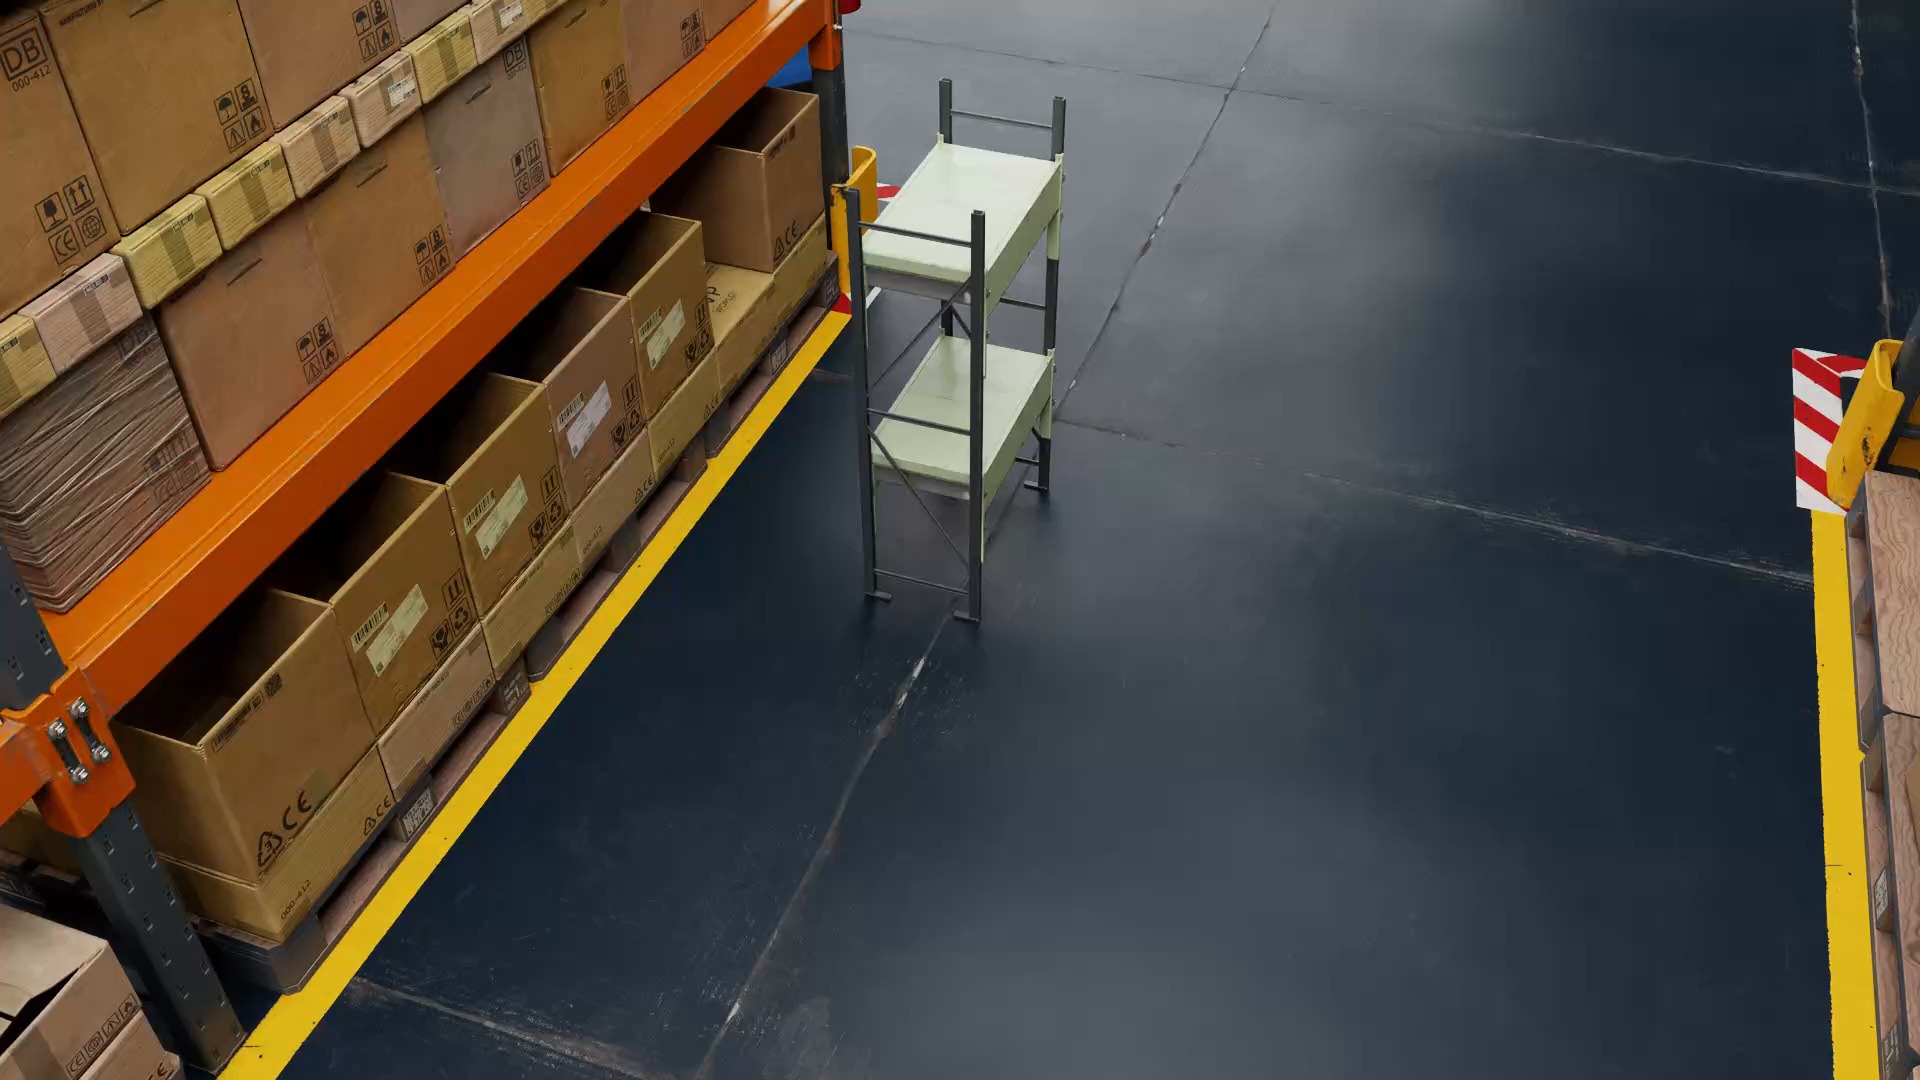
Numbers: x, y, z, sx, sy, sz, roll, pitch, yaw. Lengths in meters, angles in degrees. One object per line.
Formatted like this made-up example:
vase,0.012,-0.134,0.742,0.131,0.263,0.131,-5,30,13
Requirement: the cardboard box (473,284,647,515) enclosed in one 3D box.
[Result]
cardboard box,-1.348,-0.470,5.206,0.500,0.500,0.500,13,42,15

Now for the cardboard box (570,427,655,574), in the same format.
cardboard box,-1.351,-0.185,5.451,0.500,0.250,0.500,13,42,15

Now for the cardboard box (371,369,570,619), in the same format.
cardboard box,-1.517,-0.164,4.849,0.500,0.500,0.500,13,42,15

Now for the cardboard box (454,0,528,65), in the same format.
cardboard box,-1.424,-1.444,4.555,0.380,0.149,0.250,13,42,14

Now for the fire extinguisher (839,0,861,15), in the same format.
fire extinguisher,-0.467,-2.321,6.219,0.296,0.674,0.183,13,42,15

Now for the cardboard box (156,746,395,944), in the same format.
cardboard box,-1.868,0.729,4.380,0.500,0.250,0.500,13,42,15

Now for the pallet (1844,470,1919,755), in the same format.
pallet,3.376,0.310,5.223,1.003,0.211,1.213,13,42,15

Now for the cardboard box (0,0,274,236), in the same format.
cardboard box,-1.994,-1.054,3.598,0.700,0.500,0.500,13,42,15

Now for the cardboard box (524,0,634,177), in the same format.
cardboard box,-1.466,-1.515,5.137,0.700,0.500,0.500,14,42,15

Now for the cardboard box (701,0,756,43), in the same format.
cardboard box,-1.115,-2.138,5.867,0.700,0.500,0.500,13,42,15

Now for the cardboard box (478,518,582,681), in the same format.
cardboard box,-1.517,0.121,5.092,0.500,0.250,0.500,13,42,15

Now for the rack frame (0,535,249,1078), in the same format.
rack frame,-2.312,0.058,3.371,1.000,3.000,0.127,13,42,15

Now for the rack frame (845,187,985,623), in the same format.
rack frame,-0.123,-0.351,5.006,0.400,1.500,0.023,13,42,15

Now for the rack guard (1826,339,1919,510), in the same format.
rack guard,3.687,-0.287,5.701,1.175,0.500,0.348,13,42,15

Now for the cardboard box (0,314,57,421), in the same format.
cardboard box,-2.038,-0.348,3.270,0.380,0.149,0.250,13,42,15

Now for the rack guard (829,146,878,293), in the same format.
rack guard,-0.936,-1.445,7.059,1.175,0.500,0.348,13,42,15

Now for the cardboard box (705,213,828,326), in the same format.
cardboard box,-0.850,-1.103,6.526,0.500,0.250,0.500,13,42,15

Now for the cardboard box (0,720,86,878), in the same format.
cardboard box,-2.358,0.613,4.515,0.500,0.250,0.500,13,42,15

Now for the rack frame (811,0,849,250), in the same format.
rack frame,-0.944,-2.382,6.230,1.000,3.000,0.127,13,42,15

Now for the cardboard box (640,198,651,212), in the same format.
cardboard box,-1.336,-1.218,6.661,0.500,0.250,0.500,13,42,15

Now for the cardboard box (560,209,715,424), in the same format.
cardboard box,-1.176,-0.774,5.564,0.500,0.500,0.500,13,42,15

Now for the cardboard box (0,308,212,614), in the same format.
cardboard box,-2.166,-0.252,3.657,0.700,0.500,0.500,12,42,14

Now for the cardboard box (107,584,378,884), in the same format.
cardboard box,-1.859,0.446,4.134,0.500,0.500,0.500,13,42,15

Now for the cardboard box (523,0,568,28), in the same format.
cardboard box,-1.337,-1.601,4.739,0.380,0.149,0.250,14,43,16

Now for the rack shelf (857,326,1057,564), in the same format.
rack shelf,0.002,-0.327,5.480,0.431,0.370,0.720,13,42,15

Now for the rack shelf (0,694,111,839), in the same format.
rack shelf,-2.996,1.552,2.174,1.077,0.370,4.000,13,42,15

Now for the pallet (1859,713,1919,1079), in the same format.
pallet,2.957,1.052,4.354,1.003,0.211,1.213,13,42,15

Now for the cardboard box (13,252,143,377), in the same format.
cardboard box,-1.952,-0.501,3.449,0.380,0.149,0.250,14,42,16

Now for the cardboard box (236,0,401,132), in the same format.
cardboard box,-1.822,-1.359,3.956,0.700,0.500,0.500,13,42,15

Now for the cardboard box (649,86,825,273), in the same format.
cardboard box,-0.848,-1.387,6.282,0.500,0.500,0.500,13,42,15

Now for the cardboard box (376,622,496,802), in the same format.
cardboard box,-1.692,0.425,4.736,0.500,0.250,0.500,13,42,15

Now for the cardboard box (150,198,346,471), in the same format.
cardboard box,-1.992,-0.575,4.036,0.700,0.500,0.500,13,42,15

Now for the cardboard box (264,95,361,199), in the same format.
cardboard box,-1.689,-0.971,4.000,0.380,0.149,0.250,12,42,14

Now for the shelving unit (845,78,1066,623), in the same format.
shelving unit,0.002,-0.575,5.268,0.431,1.500,0.755,13,42,15

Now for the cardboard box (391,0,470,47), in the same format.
cardboard box,-1.651,-1.664,4.312,0.700,0.500,0.500,13,42,15

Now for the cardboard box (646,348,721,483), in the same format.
cardboard box,-1.179,-0.490,5.808,0.500,0.250,0.500,13,42,15

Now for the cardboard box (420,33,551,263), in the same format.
cardboard box,-1.642,-1.193,4.760,0.700,0.500,0.500,15,43,16

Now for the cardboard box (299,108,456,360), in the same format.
cardboard box,-1.816,-0.880,4.394,0.700,0.500,0.500,14,42,16

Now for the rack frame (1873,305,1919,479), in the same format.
rack frame,3.713,-1.284,4.944,1.000,3.000,0.127,13,42,15

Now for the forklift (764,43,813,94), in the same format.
forklift,-2.178,-2.855,6.838,3.031,2.935,1.130,-21,45,-23

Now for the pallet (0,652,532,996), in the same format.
pallet,-2.000,0.643,4.833,1.003,0.211,1.213,13,42,15

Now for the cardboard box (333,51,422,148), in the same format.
cardboard box,-1.601,-1.134,4.192,0.380,0.149,0.250,12,42,14

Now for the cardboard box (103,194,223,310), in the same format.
cardboard box,-1.865,-0.659,3.634,0.380,0.149,0.250,12,42,14

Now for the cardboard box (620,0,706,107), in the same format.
cardboard box,-1.291,-1.816,5.491,0.700,0.500,0.500,14,43,16

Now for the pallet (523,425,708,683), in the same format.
pallet,-1.585,-0.103,5.709,1.003,0.211,1.213,13,42,15

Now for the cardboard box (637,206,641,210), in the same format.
cardboard box,-1.505,-1.197,6.060,0.500,0.500,0.500,13,42,15

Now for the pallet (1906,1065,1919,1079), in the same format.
pallet,2.541,1.799,3.479,1.003,0.211,1.213,13,42,15

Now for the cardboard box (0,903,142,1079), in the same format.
cardboard box,-2.181,1.042,3.581,0.500,0.311,0.500,13,42,15

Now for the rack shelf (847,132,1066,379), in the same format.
rack shelf,0.002,-0.872,5.015,0.431,0.370,0.720,13,42,15

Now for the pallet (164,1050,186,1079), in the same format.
pallet,-2.527,1.577,3.739,1.003,0.211,1.213,13,42,15

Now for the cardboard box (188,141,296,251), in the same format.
cardboard box,-1.777,-0.819,3.822,0.380,0.149,0.250,13,42,15

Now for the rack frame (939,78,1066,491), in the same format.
rack frame,0.127,-0.798,5.530,0.400,1.500,0.023,13,42,15

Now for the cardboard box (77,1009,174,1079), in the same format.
cardboard box,-2.181,1.262,3.755,0.500,0.250,0.500,13,42,15

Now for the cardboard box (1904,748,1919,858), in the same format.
cardboard box,2.899,0.685,4.223,0.700,0.500,0.500,11,42,12

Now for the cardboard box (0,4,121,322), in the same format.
cardboard box,-2.166,-0.745,3.236,0.700,0.500,0.500,13,42,15

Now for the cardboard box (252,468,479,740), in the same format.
cardboard box,-1.695,0.139,4.493,0.500,0.500,0.500,13,42,15

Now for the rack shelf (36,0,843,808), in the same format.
rack shelf,-1.628,-0.888,5.034,1.077,0.370,4.000,13,42,15

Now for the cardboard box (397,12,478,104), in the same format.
cardboard box,-1.511,-1.293,4.378,0.380,0.149,0.250,13,42,15

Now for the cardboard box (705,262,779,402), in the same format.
cardboard box,-1.009,-0.795,6.166,0.500,0.250,0.500,13,42,15

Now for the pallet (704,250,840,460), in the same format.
pallet,-1.166,-0.845,6.578,1.003,0.211,1.213,13,42,15
